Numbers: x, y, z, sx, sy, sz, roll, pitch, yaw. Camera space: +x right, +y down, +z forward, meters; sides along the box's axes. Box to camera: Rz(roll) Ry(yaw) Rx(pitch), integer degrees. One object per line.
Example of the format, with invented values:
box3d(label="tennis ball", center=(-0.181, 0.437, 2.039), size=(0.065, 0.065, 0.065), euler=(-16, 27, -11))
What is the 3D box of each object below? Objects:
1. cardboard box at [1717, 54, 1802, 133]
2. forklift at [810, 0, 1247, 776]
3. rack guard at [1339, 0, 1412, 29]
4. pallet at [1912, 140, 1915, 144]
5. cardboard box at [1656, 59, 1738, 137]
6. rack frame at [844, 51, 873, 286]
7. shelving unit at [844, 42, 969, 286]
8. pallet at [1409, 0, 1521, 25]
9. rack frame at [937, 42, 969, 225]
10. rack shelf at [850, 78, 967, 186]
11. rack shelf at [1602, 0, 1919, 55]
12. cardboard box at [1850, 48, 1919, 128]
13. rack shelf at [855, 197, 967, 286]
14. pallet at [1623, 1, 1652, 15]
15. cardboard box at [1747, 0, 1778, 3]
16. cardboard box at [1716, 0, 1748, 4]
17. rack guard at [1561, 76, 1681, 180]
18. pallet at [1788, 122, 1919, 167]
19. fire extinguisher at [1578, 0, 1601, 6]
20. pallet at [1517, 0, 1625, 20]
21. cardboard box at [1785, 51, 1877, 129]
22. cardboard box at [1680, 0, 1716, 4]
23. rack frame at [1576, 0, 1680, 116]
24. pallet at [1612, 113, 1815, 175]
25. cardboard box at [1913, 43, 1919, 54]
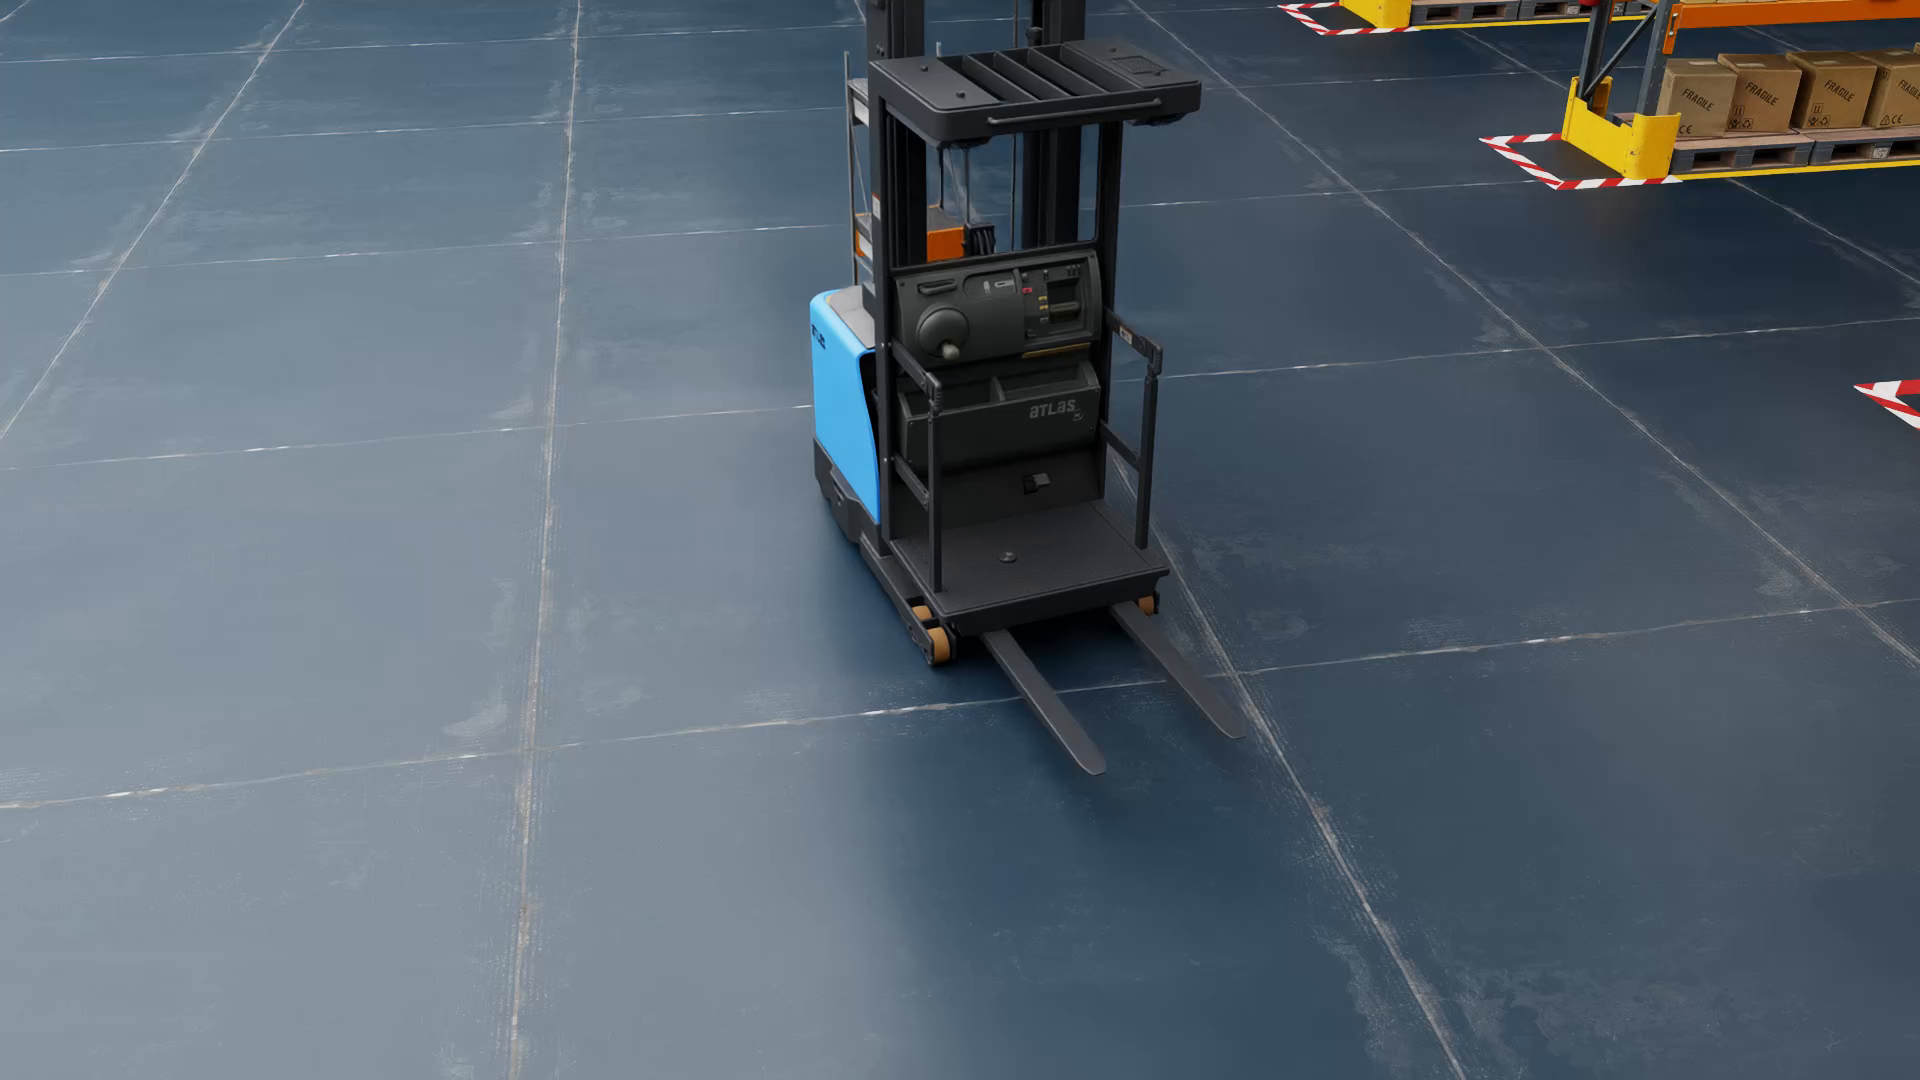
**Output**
box3d(label="cardboard box", center=(6.450, -3.640, 13.532), size=(0.500, 0.500, 0.500), euler=(2, 31, 4))
box3d(label="forklift", center=(0.257, -0.955, 6.983), size=(1.130, 2.935, 3.031), euler=(-11, 32, -19))
box3d(label="rack guard", center=(4.425, -5.838, 17.686), size=(0.348, 0.500, 1.175), euler=(-5, 31, -9))
box3d(label="pallet", center=(8.531, -3.500, 13.994), size=(1.213, 0.211, 1.003), euler=(-5, 31, -9))
box3d(label="cardboard box", center=(5.868, -3.568, 13.411), size=(0.500, 0.500, 0.500), euler=(0, 30, 0))
box3d(label="rack frame", center=(-0.489, -1.413, 8.578), size=(0.015, 2.100, 0.400), euler=(-11, 32, -19))
box3d(label="shelving unit", center=(-0.262, -1.459, 8.655), size=(0.503, 2.100, 0.431), euler=(-11, 32, -19))
box3d(label="pallet", center=(5.225, -5.785, 17.881), size=(1.213, 0.211, 1.003), euler=(-5, 31, -9))
box3d(label="rack frame", center=(-0.035, -1.504, 8.733), size=(0.015, 2.100, 0.400), euler=(-11, 32, -19))
box3d(label="rack shelf", center=(-0.264, -2.053, 8.312), size=(0.480, 0.518, 0.431), euler=(-11, 32, -19))
box3d(label="rack shelf", center=(7.218, -4.288, 13.294), size=(4.000, 0.370, 1.077), euler=(-5, 31, -9))
box3d(label="cardboard box", center=(7.626, -3.716, 13.662), size=(0.500, 0.500, 0.500), euler=(-8, 31, -13))
box3d(label="rack shelf", center=(-0.262, -1.447, 8.662), size=(0.480, 0.518, 0.431), euler=(-11, 32, -19))
box3d(label="pallet", center=(7.625, -6.008, 18.259), size=(1.213, 0.211, 1.003), euler=(-5, 31, -9))
box3d(label="cardboard box", center=(6.072, -4.243, 12.755), size=(0.250, 0.149, 0.380), euler=(-5, 31, -9))
box3d(label="cardboard box", center=(5.824, -4.228, 12.729), size=(0.250, 0.149, 0.380), euler=(-5, 31, -9))
box3d(label="rack guard", center=(5.326, -3.345, 13.446), size=(0.348, 0.500, 1.175), euler=(-5, 31, -9))
box3d(label="pallet", center=(7.329, -3.387, 13.802), size=(1.213, 0.211, 1.003), euler=(-5, 31, -9))
box3d(label="fire extinguisher", center=(5.055, -4.602, 13.193), size=(0.183, 0.674, 0.296), euler=(-5, 31, -9))
box3d(label="pallet", center=(6.423, -5.895, 18.067), size=(1.213, 0.211, 1.003), euler=(-5, 31, -9))
box3d(label="cardboard box", center=(7.069, -3.687, 13.614), size=(0.500, 0.500, 0.500), euler=(-3, 31, -4))
box3d(label="cardboard box", center=(5.574, -4.215, 12.706), size=(0.250, 0.149, 0.380), euler=(-5, 31, -9))
box3d(label="rack frame", center=(5.251, -4.416, 12.801), size=(0.127, 3.000, 1.000), euler=(-5, 31, -9))
box3d(label="pallet", center=(6.131, -3.277, 13.615), size=(1.213, 0.211, 1.003), euler=(-5, 31, -9))
box3d(label="cardboard box", center=(8.223, -3.812, 13.825), size=(0.500, 0.500, 0.500), euler=(4, 31, 7))
